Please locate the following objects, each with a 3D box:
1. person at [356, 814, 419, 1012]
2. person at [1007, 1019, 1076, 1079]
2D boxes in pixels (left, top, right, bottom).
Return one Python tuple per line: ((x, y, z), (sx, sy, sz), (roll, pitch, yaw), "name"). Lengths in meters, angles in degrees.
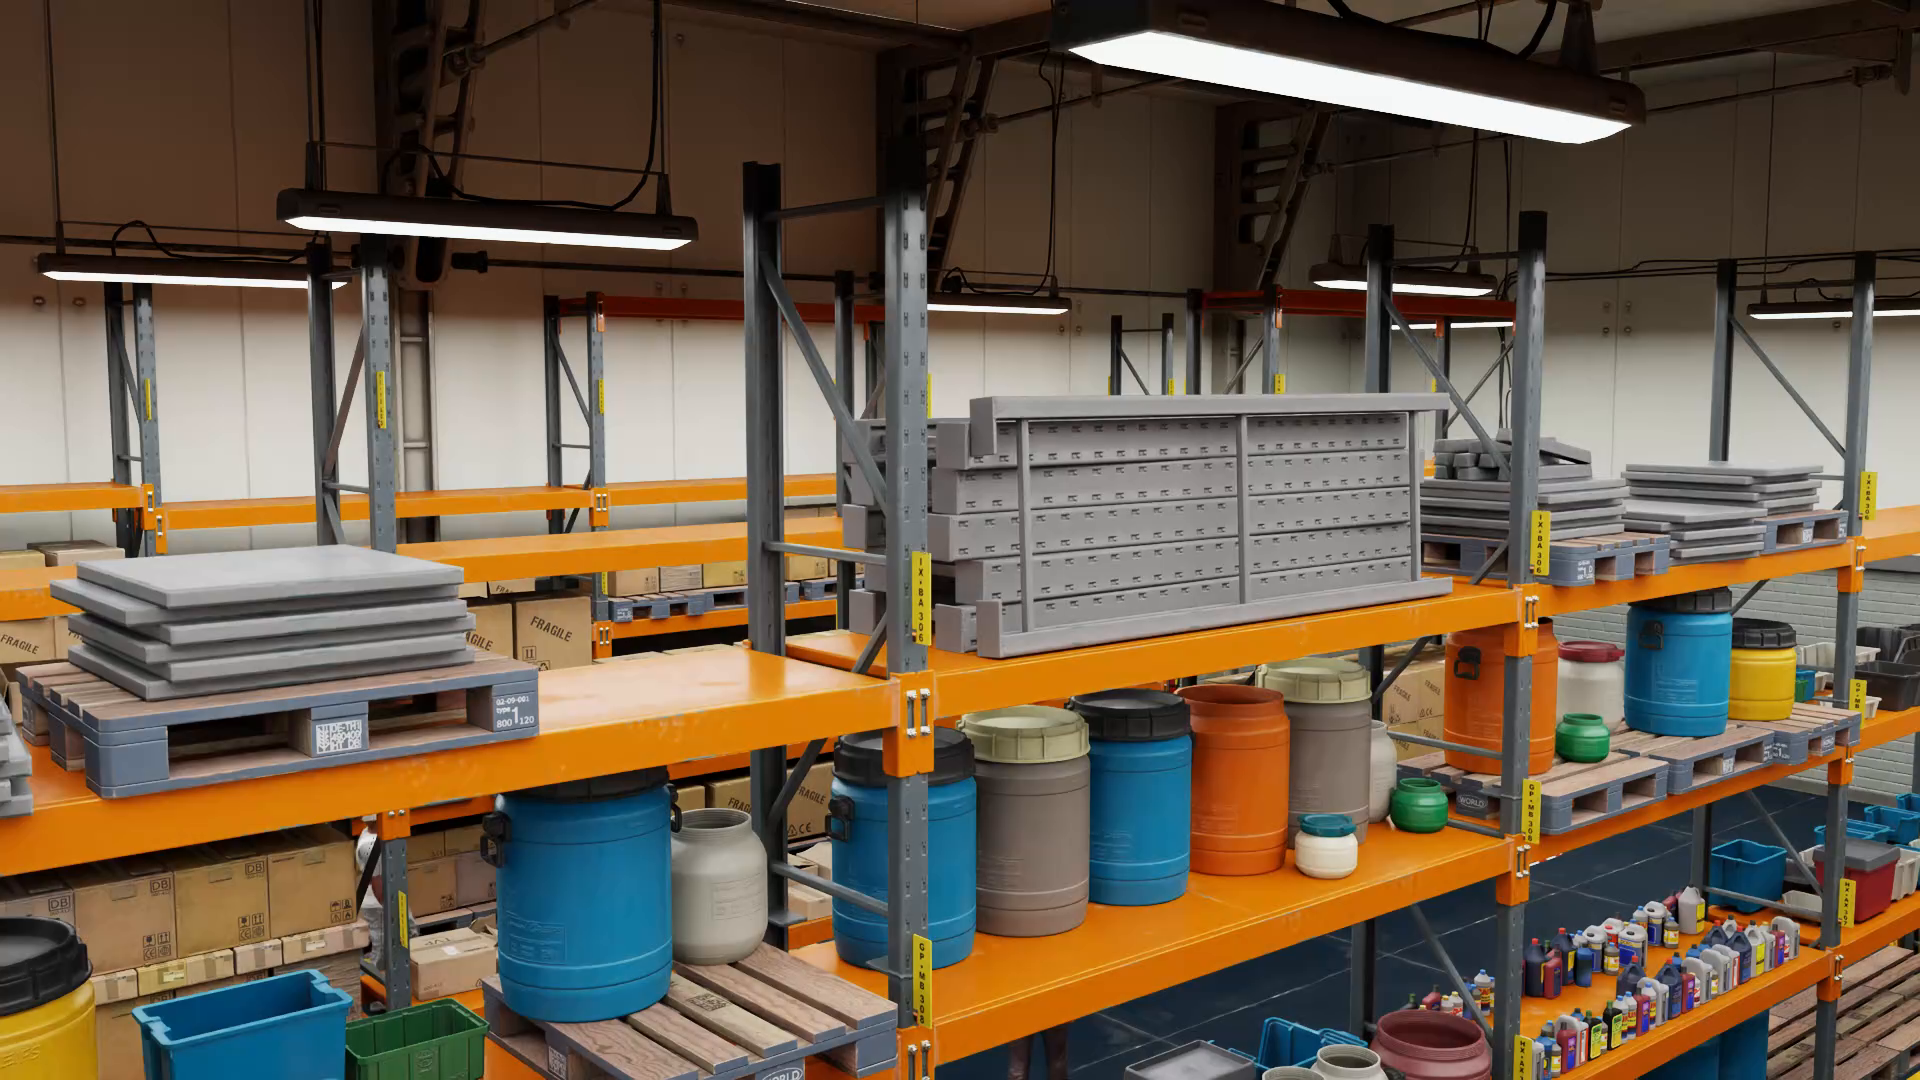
((-4.705, 2.959, 13.550), (0.470, 1.780, 0.555), (0, 6, -2), "person")
((0.557, 3.217, 11.537), (0.547, 1.716, 0.633), (0, 6, -2), "person")
